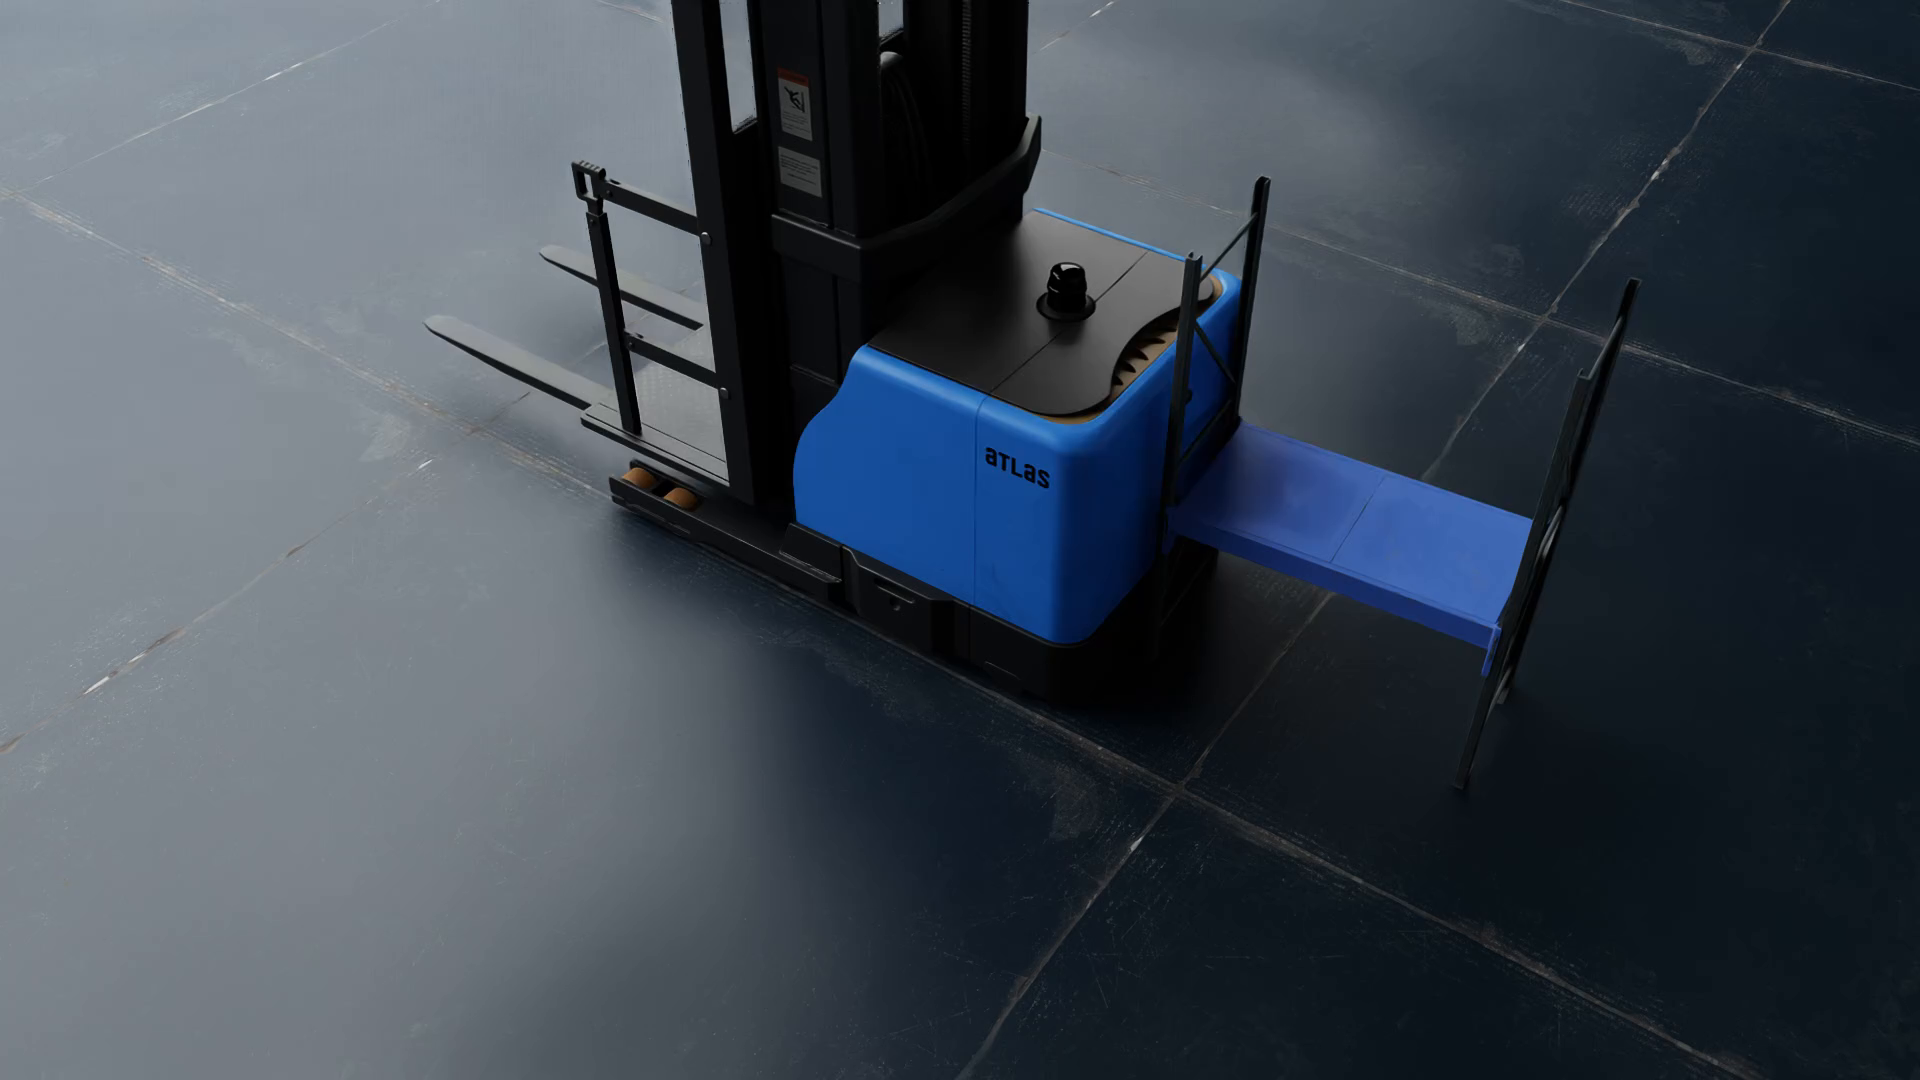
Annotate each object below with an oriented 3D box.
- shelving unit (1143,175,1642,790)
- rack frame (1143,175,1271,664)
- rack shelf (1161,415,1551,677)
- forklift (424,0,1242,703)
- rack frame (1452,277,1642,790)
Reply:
[{"bbox_3d":[1.163,-0.140,4.781,1.048,1.500,0.538,22,46,22],"label":"shelving unit"},{"bbox_3d":[0.726,-0.313,4.975,0.032,1.500,0.500,22,46,22],"label":"rack frame"},{"bbox_3d":[1.163,-0.006,4.901,1.000,0.185,0.538,22,46,22],"label":"rack shelf"},{"bbox_3d":[-0.611,-1.371,5.084,3.031,2.935,1.130,25,47,25],"label":"forklift"},{"bbox_3d":[1.601,0.033,4.588,0.032,1.500,0.500,22,46,22],"label":"rack frame"}]
